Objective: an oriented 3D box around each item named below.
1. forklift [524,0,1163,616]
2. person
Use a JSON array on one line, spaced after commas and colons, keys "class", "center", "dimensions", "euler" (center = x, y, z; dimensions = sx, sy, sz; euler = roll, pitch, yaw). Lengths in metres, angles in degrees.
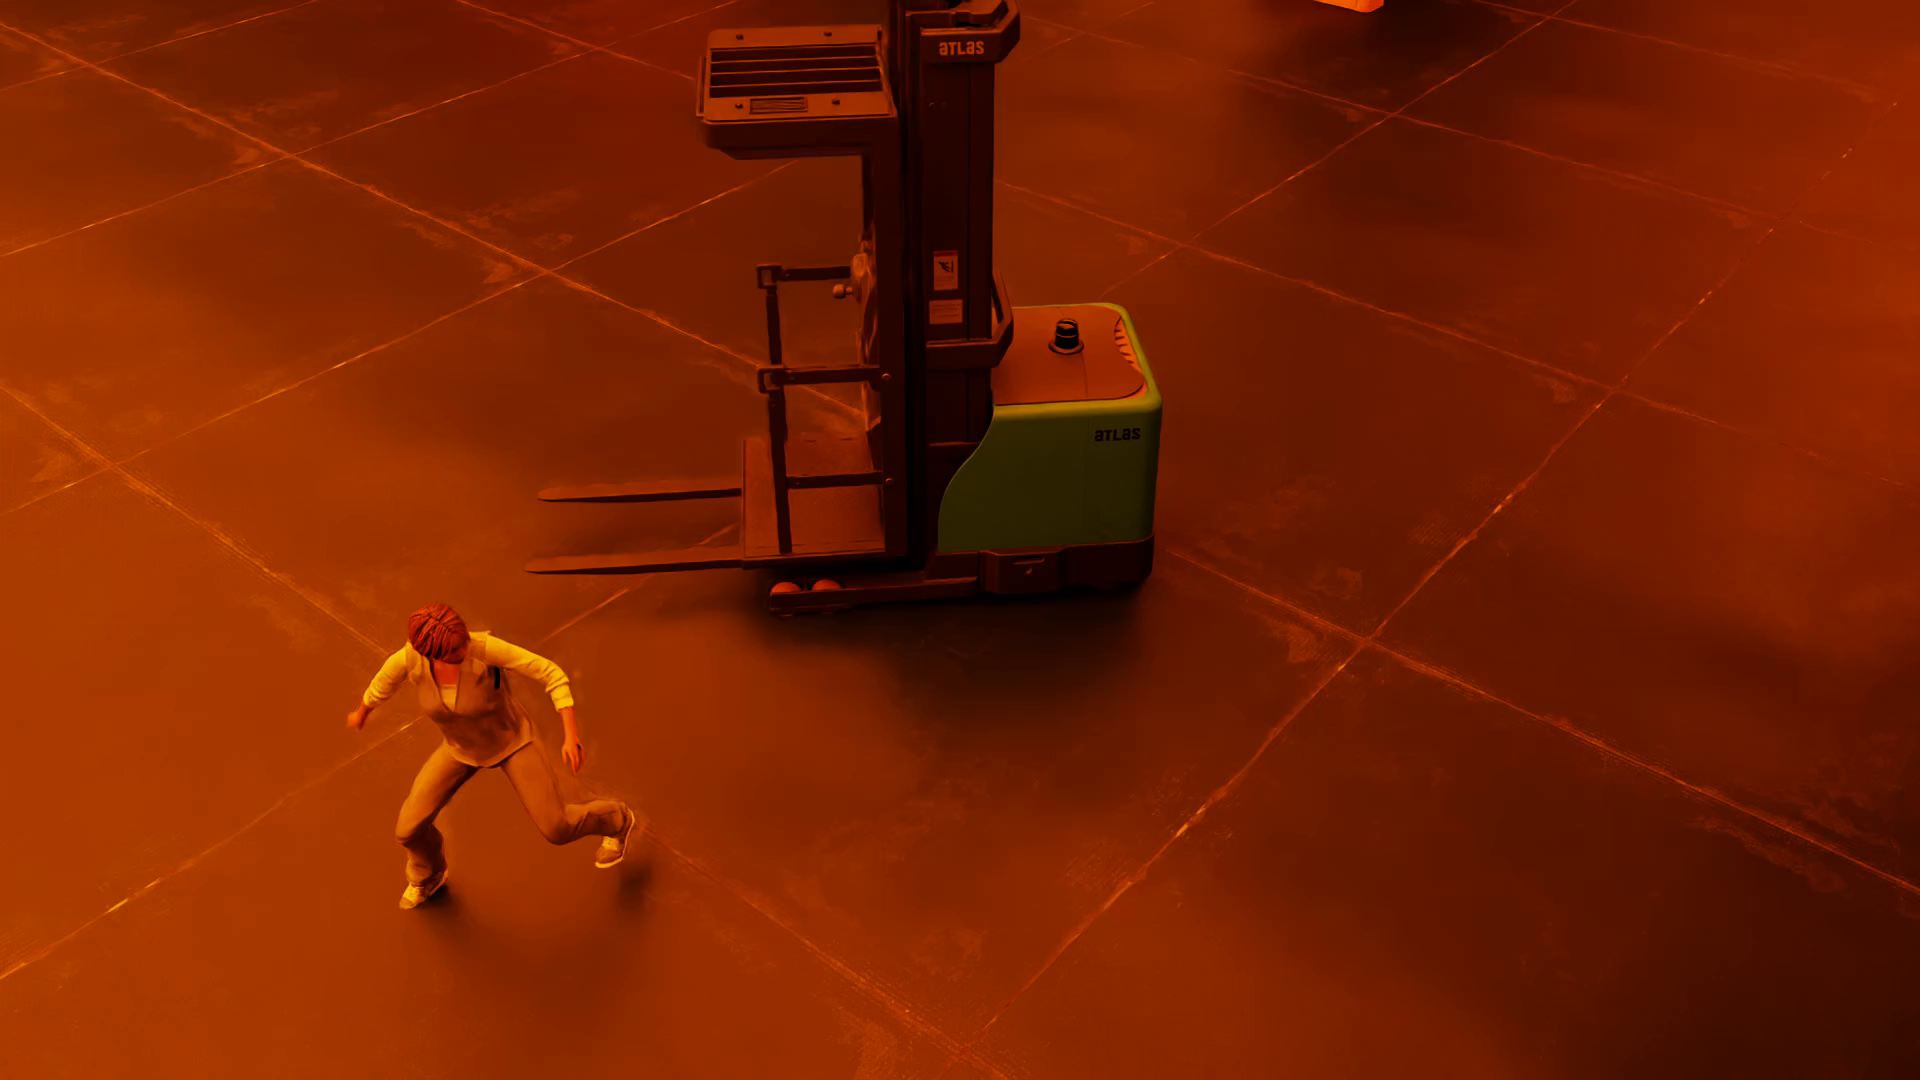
[{"class": "forklift", "center": [-0.608, -1.145, 7.592], "dimensions": [3.031, 2.935, 1.130], "euler": [-3, 36, -5]}, {"class": "person", "center": [-1.837, 0.796, 6.240], "dimensions": [1.030, 1.492, 0.488], "euler": [3, 36, 4]}]
